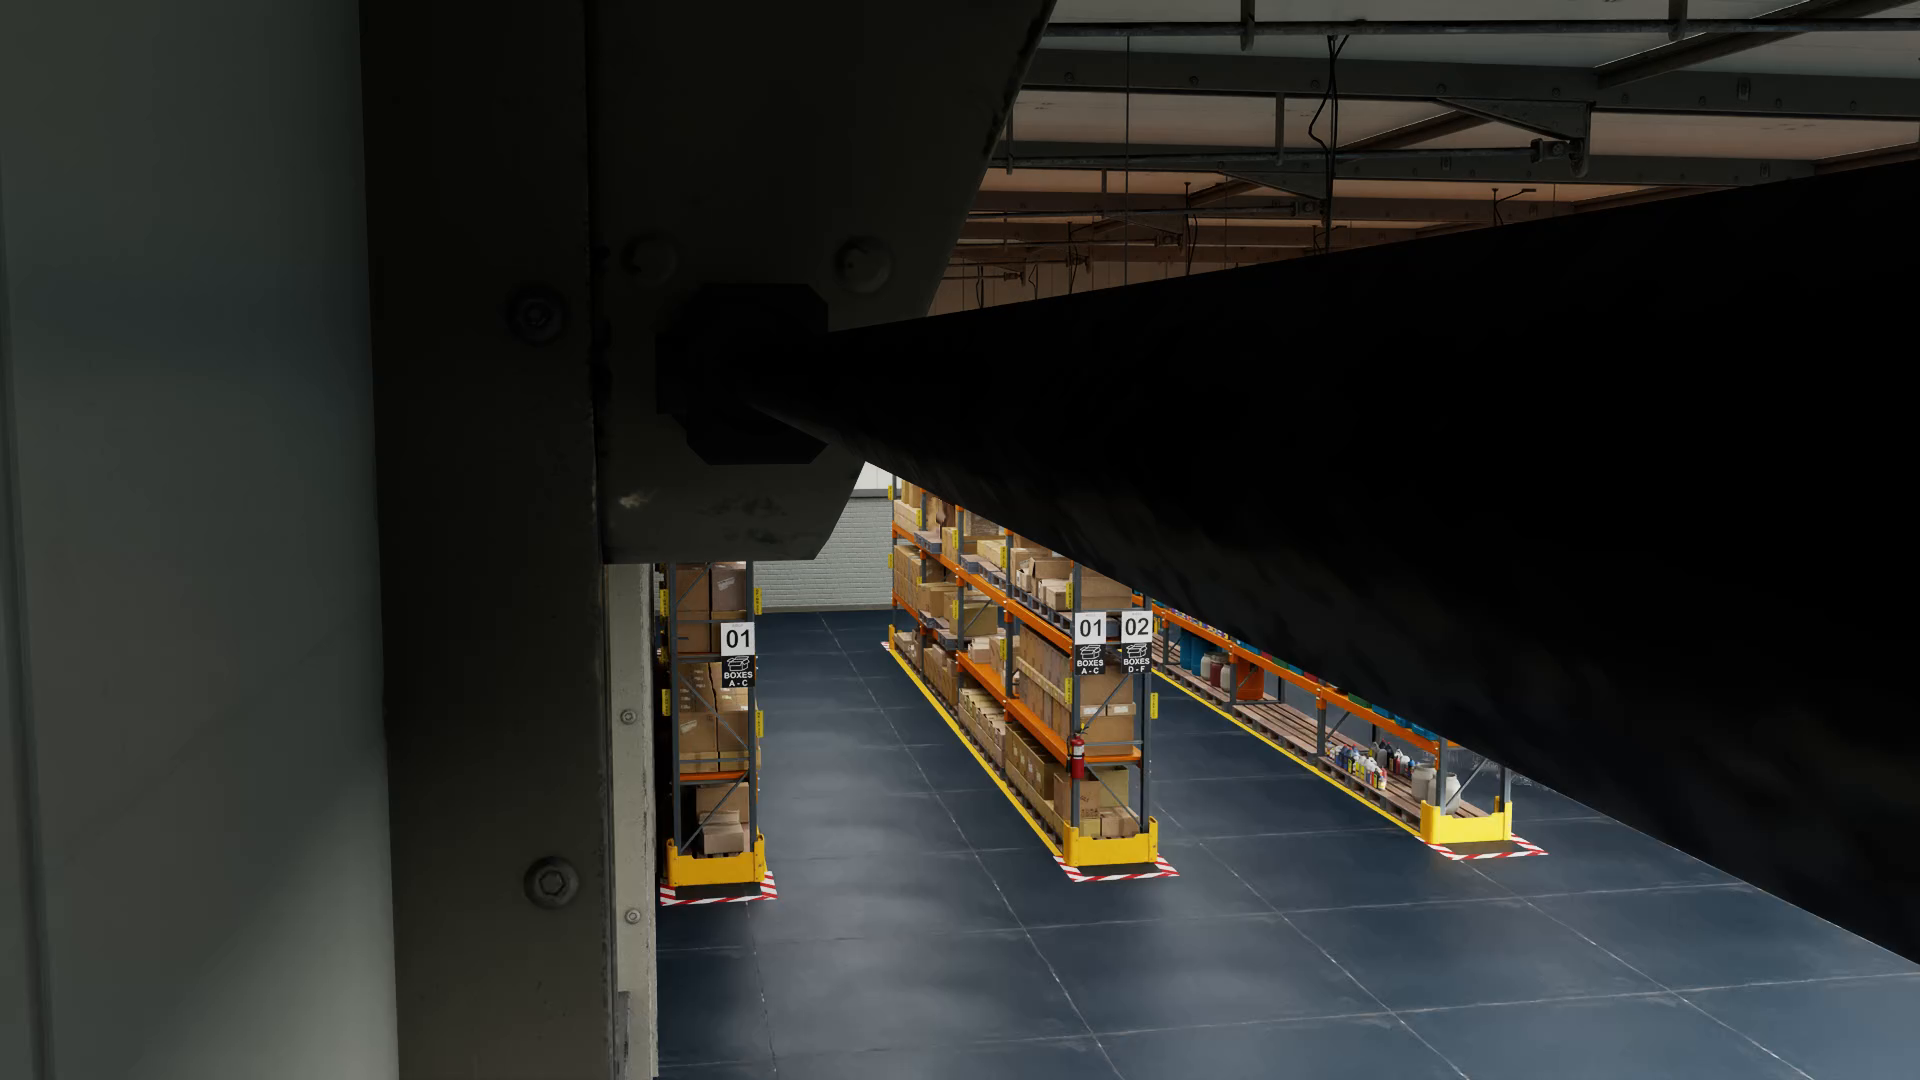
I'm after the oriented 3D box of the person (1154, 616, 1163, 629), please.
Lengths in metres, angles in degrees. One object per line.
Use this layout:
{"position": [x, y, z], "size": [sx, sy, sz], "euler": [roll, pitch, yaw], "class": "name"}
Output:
{"position": [4.717, 1.383, 38.534], "size": [0.483, 1.427, 0.554], "euler": [2, 6, 17], "class": "person"}
